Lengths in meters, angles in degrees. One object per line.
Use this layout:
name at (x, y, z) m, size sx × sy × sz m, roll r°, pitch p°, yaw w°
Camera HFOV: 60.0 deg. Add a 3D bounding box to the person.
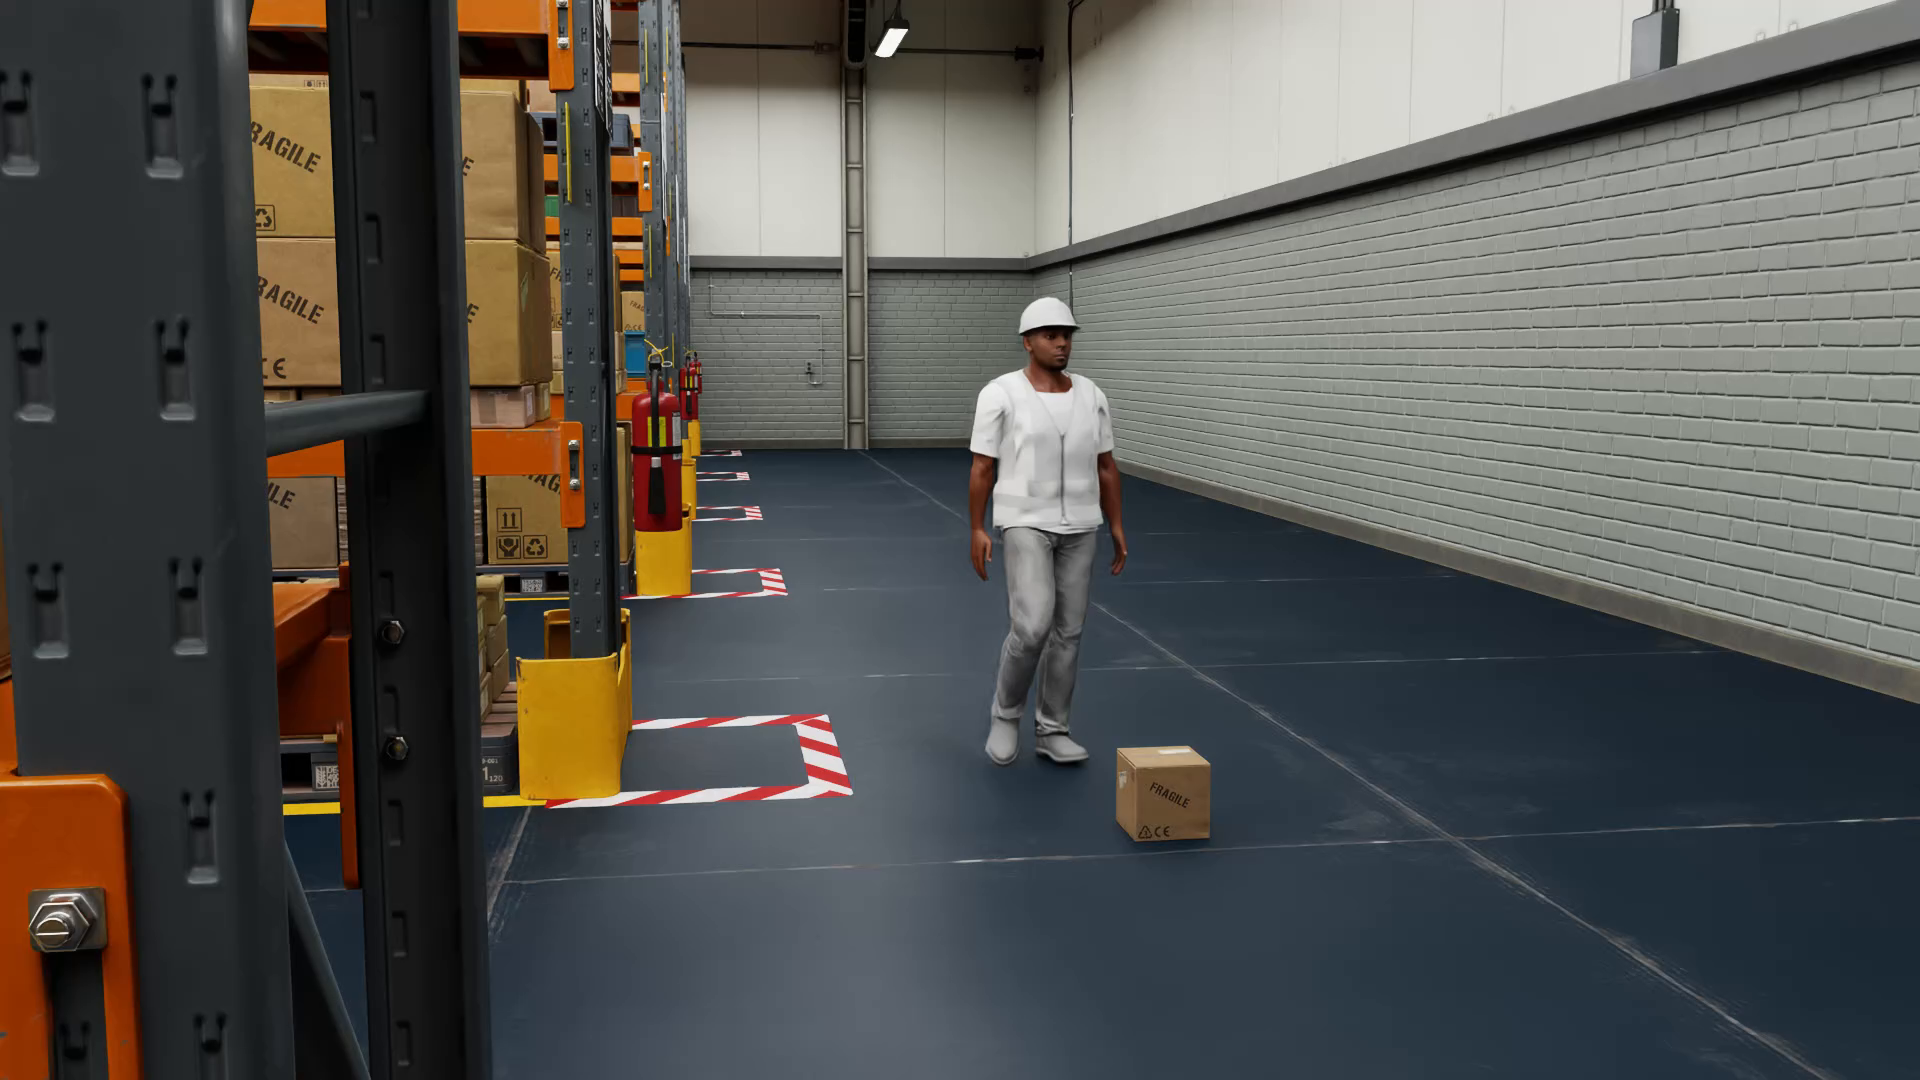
person at (0.357, -0.027, 6.296) m, size 0.589 × 1.767 × 0.435 m, roll -3°, pitch 7°, yaw -22°
